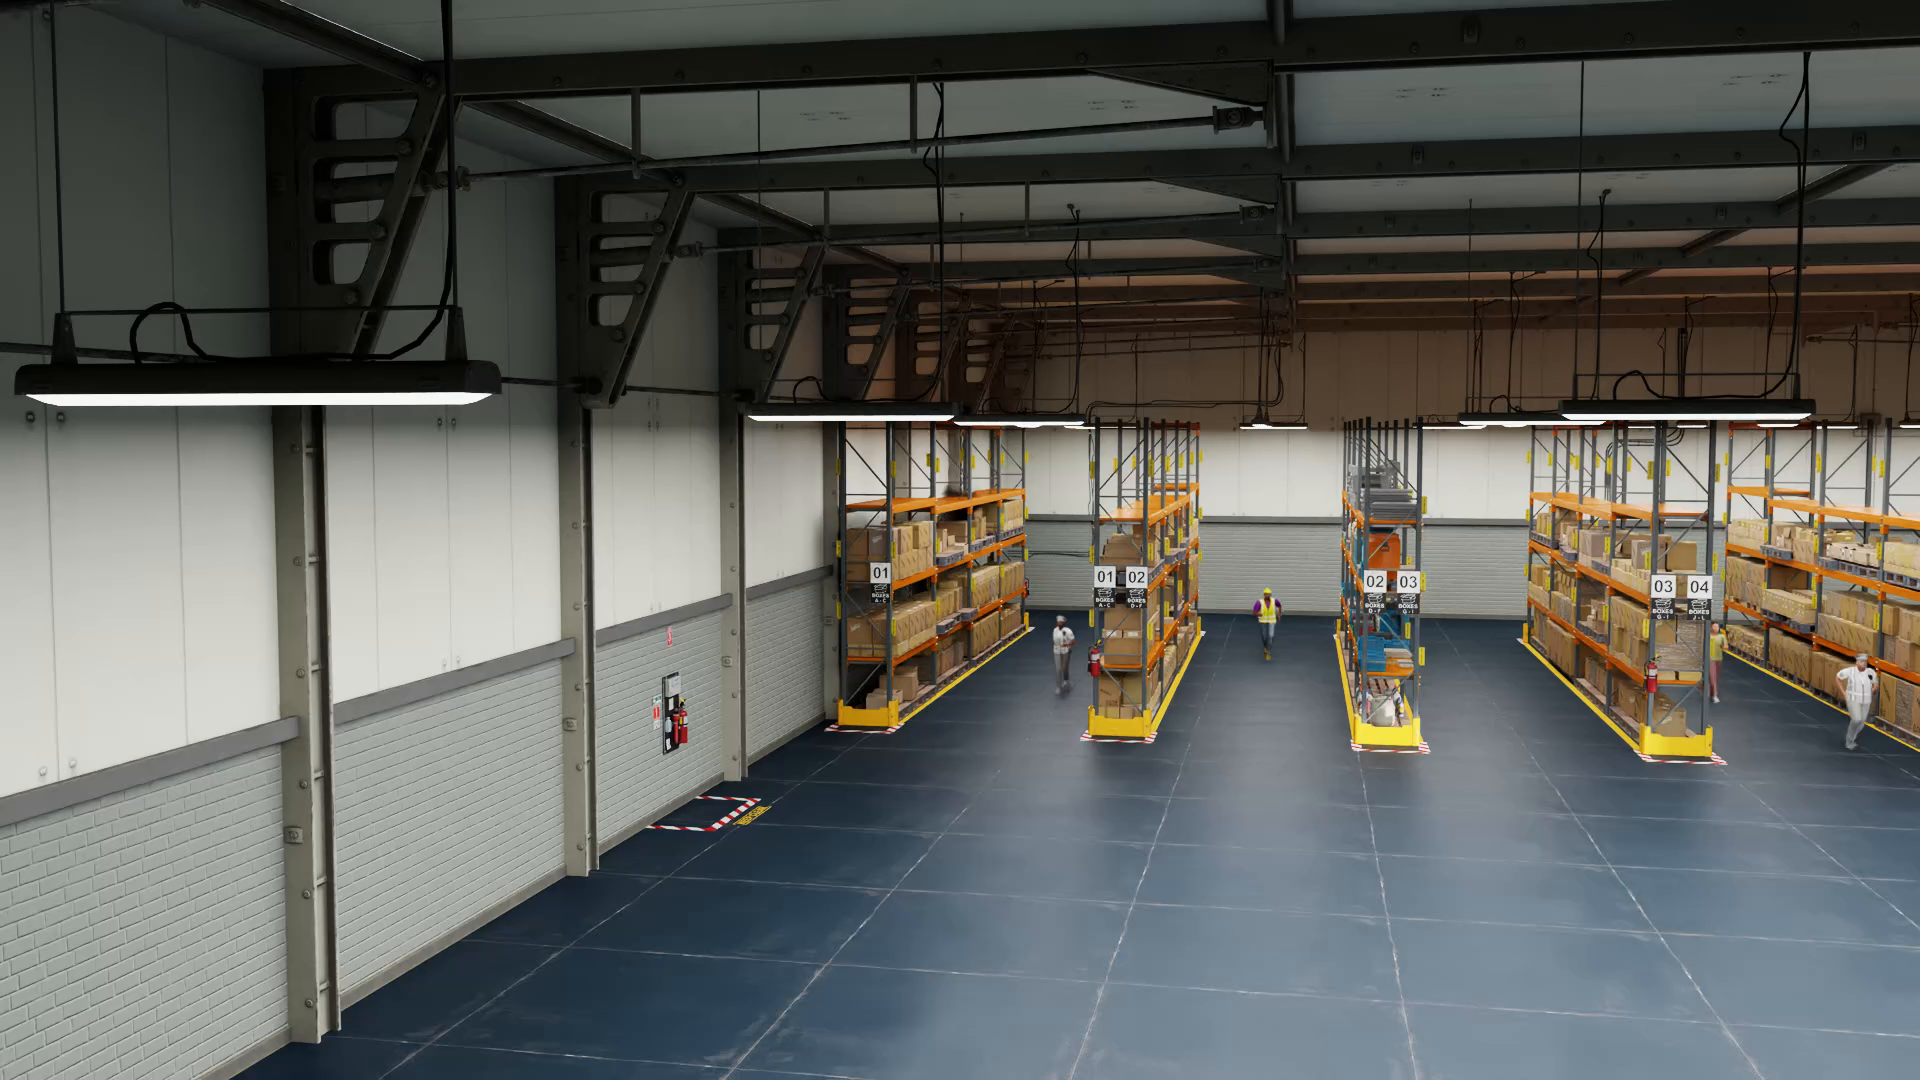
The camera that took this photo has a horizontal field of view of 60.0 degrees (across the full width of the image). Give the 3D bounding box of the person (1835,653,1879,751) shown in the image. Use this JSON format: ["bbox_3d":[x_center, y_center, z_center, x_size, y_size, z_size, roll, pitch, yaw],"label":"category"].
[{"bbox_3d":[16.177,2.908,29.925,0.647,1.784,0.750,0,4,3],"label":"person"}]

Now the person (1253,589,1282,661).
[{"bbox_3d":[7.785,2.127,42.128,0.731,1.812,0.937,0,4,6],"label":"person"}]

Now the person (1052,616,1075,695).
[{"bbox_3d":[2.268,2.507,36.616,0.570,1.711,0.849,1,4,17],"label":"person"}]

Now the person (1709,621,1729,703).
[{"bbox_3d":[16.053,2.573,35.412,0.565,1.682,0.933,0,4,3],"label":"person"}]

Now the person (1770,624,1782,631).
[{"bbox_3d":[22.325,1.943,45.455,0.585,1.679,0.660,-1,4,-15],"label":"person"}]
